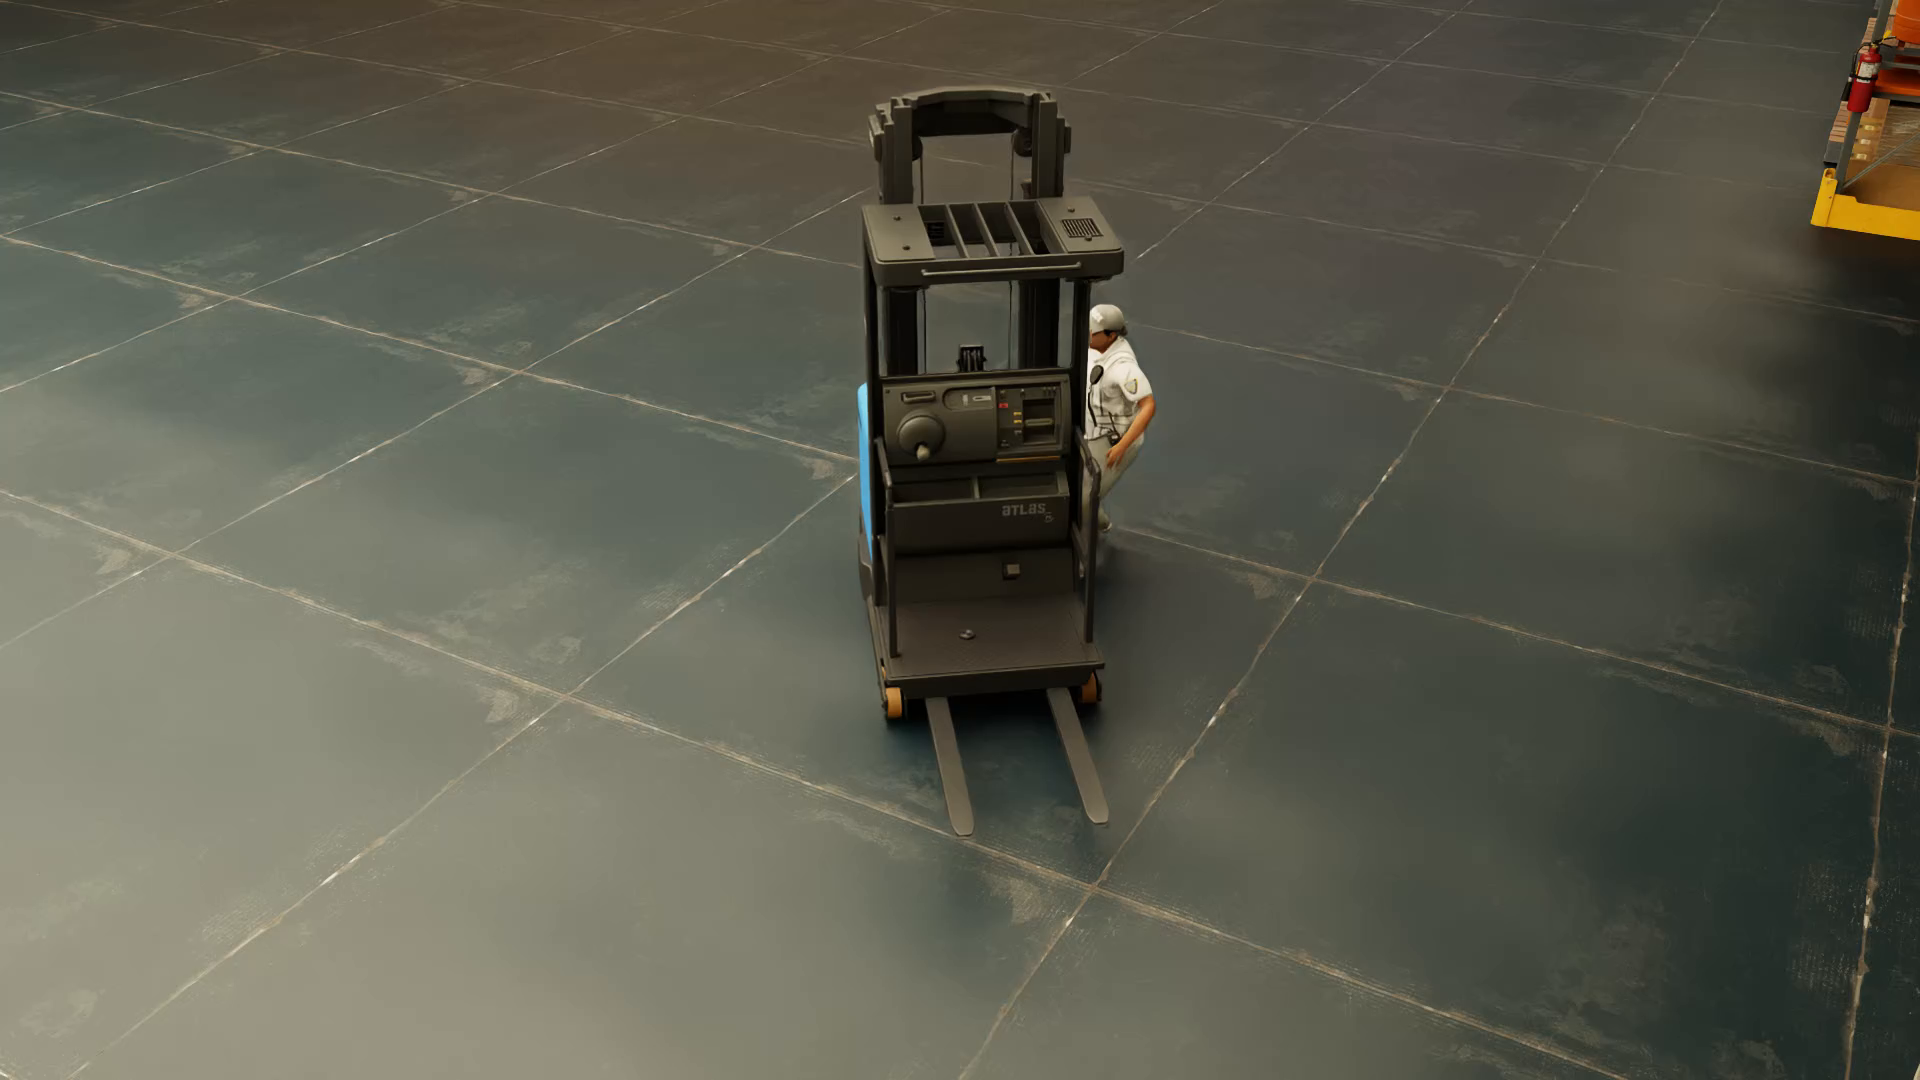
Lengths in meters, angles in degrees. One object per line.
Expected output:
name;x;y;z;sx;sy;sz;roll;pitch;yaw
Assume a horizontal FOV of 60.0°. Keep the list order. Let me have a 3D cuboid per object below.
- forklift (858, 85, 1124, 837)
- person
forklift;0.119;-0.549;8.021;1.130;2.935;3.031;-4;30;-7
person;0.709;-0.583;9.441;0.665;1.591;0.890;-7;31;-11
